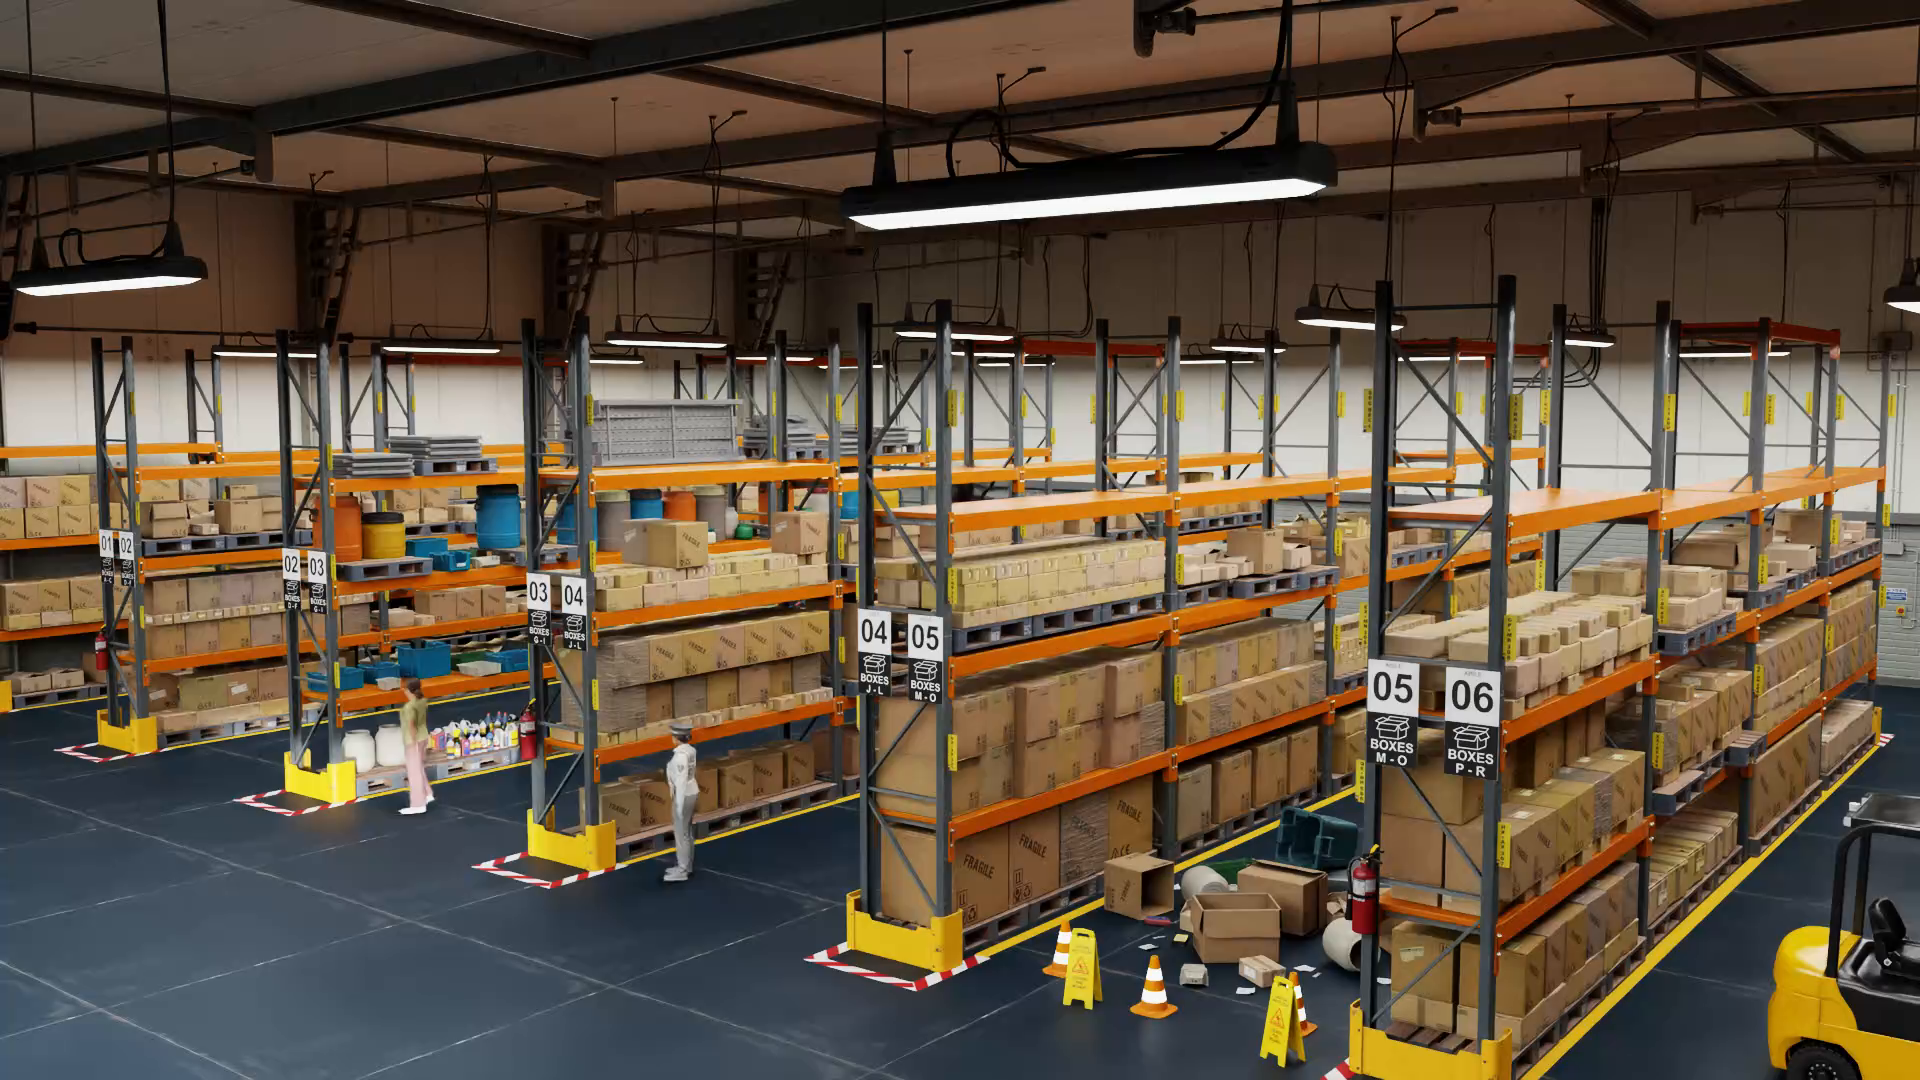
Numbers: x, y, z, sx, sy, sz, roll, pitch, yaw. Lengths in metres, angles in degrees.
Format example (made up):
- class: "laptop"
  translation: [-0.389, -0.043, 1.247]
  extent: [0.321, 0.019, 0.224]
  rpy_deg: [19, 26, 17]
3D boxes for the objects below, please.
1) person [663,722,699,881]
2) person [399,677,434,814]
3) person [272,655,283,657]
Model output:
- class: "person"
  translation: [-2.987, 2.781, 17.778]
  extent: [0.386, 1.671, 0.521]
  rpy_deg: [0, 5, 2]
- class: "person"
  translation: [-6.749, 2.523, 20.612]
  extent: [0.353, 1.686, 0.521]
  rpy_deg: [1, 5, 9]
- class: "person"
  translation: [-11.683, 1.816, 28.521]
  extent: [0.656, 1.819, 0.593]
  rpy_deg: [-3, 6, -29]
